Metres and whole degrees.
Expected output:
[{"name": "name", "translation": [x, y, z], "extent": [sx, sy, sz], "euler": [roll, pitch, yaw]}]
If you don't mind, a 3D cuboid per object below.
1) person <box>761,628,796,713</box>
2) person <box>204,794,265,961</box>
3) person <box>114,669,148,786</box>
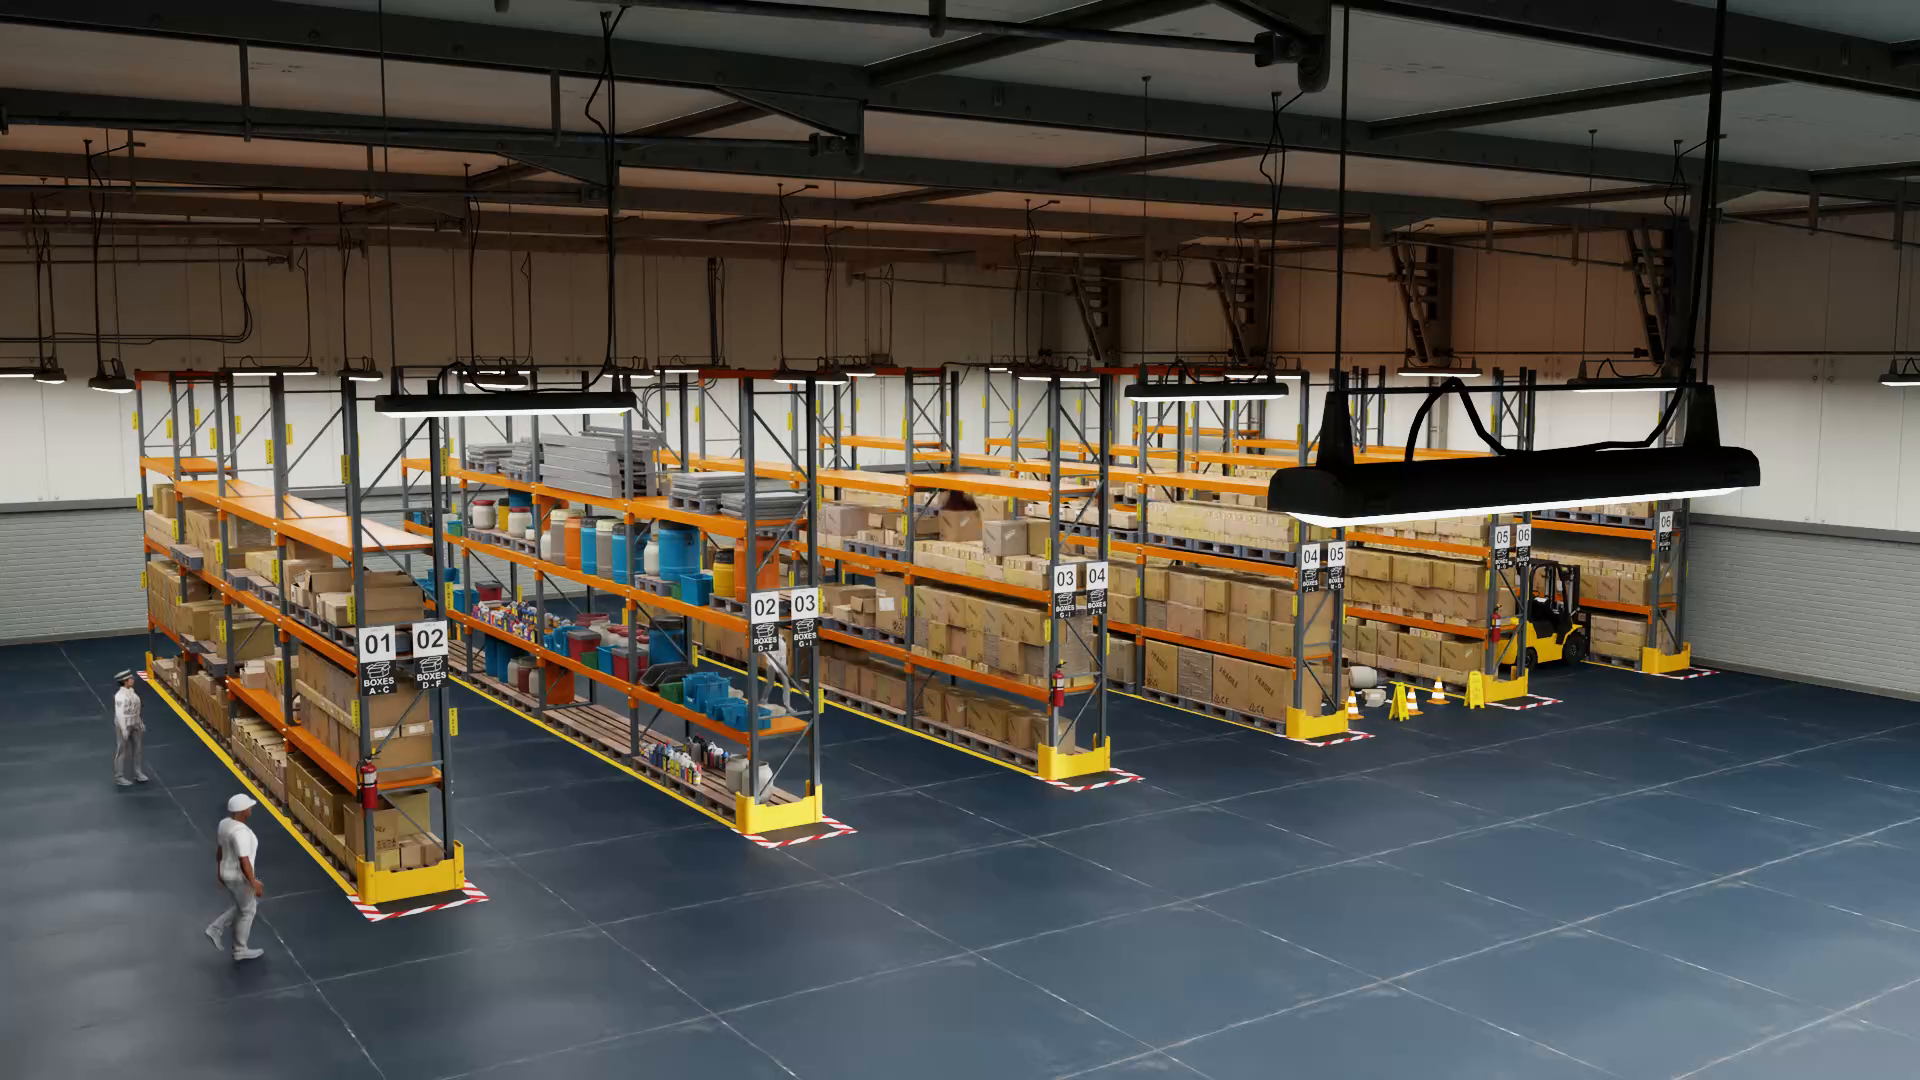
[{"name": "person", "translation": [-3.206, 2.207, 29.297], "extent": [0.483, 1.645, 0.932], "euler": [-5, 8, -35]}, {"name": "person", "translation": [-7.558, 3.506, 17.266], "extent": [0.559, 1.749, 0.606], "euler": [-4, 8, -31]}, {"name": "person", "translation": [-12.209, 2.740, 24.419], "extent": [0.367, 1.704, 0.545], "euler": [1, 7, 12]}]
